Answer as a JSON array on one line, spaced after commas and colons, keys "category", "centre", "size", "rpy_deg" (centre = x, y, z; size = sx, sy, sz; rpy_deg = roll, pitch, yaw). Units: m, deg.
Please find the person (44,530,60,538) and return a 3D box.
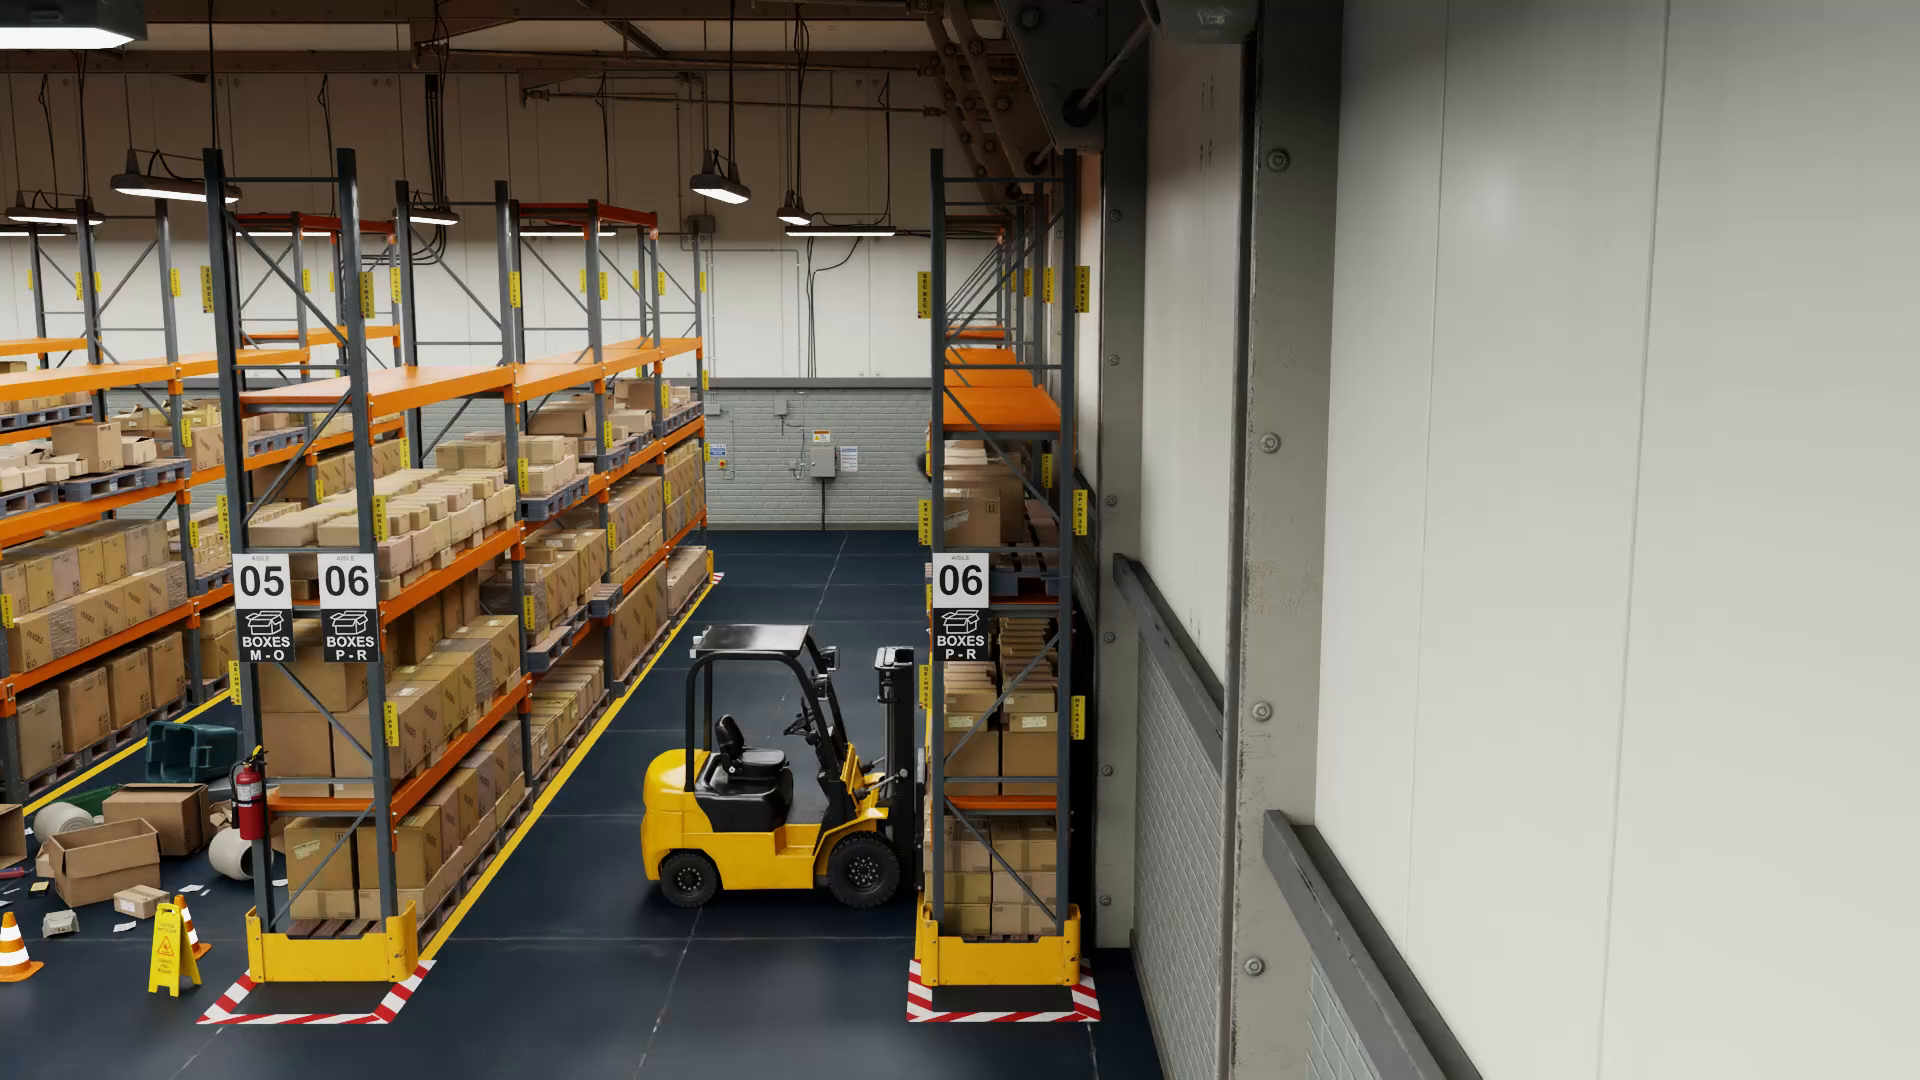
[{"category": "person", "centre": [-12.002, 0.727, 22.180], "size": [0.659, 1.772, 0.990], "rpy_deg": [0, 9, -1]}]
